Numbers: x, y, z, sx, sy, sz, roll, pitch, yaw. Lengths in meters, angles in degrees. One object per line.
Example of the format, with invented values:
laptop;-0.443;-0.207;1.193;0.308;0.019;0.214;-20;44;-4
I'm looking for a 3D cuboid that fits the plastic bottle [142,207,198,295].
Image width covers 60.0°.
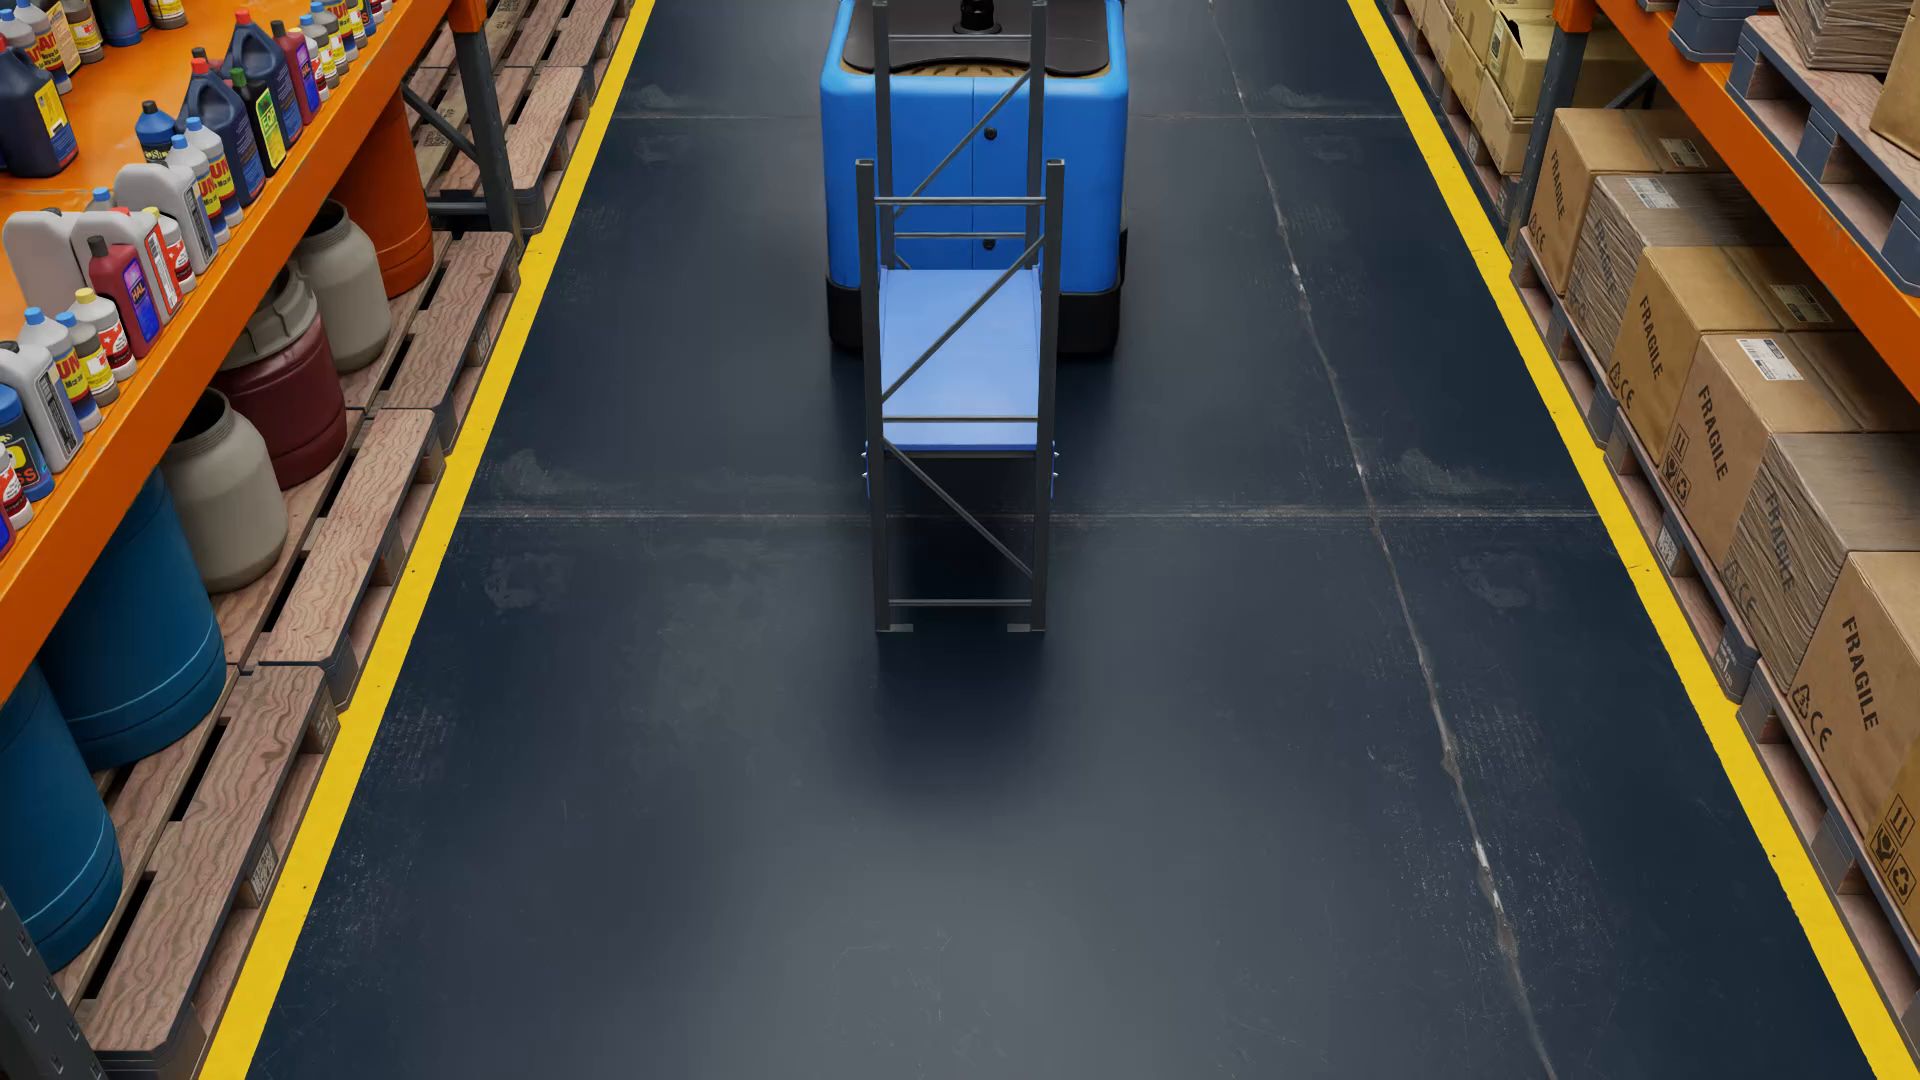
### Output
plastic bottle;-1.845;-0.672;3.849;0.097;0.201;0.097;0;39;0

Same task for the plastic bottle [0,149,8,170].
plastic bottle;-2.578;-1.124;4.353;0.152;0.276;0.135;0;39;0

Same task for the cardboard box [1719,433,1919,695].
cardboard box;2.422;0.063;4.420;0.500;0.500;0.500;0;39;1

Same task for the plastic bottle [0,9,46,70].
plastic bottle;-2.605;-1.339;4.625;0.097;0.271;0.097;0;39;0

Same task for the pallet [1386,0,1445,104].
pallet;2.737;-2.499;8.200;1.003;0.211;1.213;0;39;0

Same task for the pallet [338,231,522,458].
pallet;-2.214;-0.729;5.991;1.003;0.211;1.213;0;39;0

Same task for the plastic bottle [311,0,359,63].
plastic bottle;-1.847;-1.547;4.885;0.097;0.271;0.097;0;39;0

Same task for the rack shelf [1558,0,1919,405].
rack shelf;2.699;-0.780;4.400;1.077;0.370;4.000;0;39;0

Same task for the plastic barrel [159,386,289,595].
plastic barrel;-2.147;-0.138;4.677;0.421;0.512;0.421;0;39;0

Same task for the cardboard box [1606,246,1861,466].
cardboard box;2.413;-0.582;5.224;0.500;0.500;0.500;-1;39;-1

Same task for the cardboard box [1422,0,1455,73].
cardboard box;2.451;-2.368;7.669;0.500;0.250;0.500;1;39;1

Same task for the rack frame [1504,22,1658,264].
rack frame;2.697;-2.311;5.735;1.000;3.000;0.127;0;39;0

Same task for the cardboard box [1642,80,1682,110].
cardboard box;2.990;-1.949;6.698;0.500;0.311;0.500;1;39;1

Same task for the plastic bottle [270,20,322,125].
plastic bottle;-1.828;-1.297;4.563;0.061;0.283;0.133;0;39;0

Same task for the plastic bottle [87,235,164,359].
plastic bottle;-1.827;-0.548;3.629;0.061;0.283;0.133;0;39;0

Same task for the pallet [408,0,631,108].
pallet;-2.217;-2.467;8.160;1.003;0.211;1.213;0;39;0

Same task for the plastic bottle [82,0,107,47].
plastic bottle;-2.624;-1.621;4.967;0.061;0.283;0.133;0;39;0

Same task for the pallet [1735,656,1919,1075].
pallet;2.663;0.770;4.121;1.003;0.211;1.213;0;39;0

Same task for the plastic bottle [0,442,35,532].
plastic bottle;-1.844;-0.116;3.155;0.097;0.201;0.097;0;39;0

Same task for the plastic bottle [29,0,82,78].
plastic bottle;-2.624;-1.476;4.787;0.061;0.283;0.133;0;39;0

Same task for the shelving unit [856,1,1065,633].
shelving unit;0.000;-0.639;4.848;0.538;1.500;1.048;0;39;0

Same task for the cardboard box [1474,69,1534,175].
cardboard box;2.452;-1.731;6.874;0.500;0.250;0.500;1;39;1

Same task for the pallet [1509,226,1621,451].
pallet;2.660;-0.756;6.025;1.003;0.211;1.213;0;39;0

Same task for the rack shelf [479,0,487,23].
rack shelf;-2.259;-3.280;7.520;1.077;0.370;4.000;0;39;0

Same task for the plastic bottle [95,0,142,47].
plastic bottle;-2.545;-1.627;4.985;0.097;0.271;0.097;0;39;0

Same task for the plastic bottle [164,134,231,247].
plastic bottle;-1.845;-0.845;4.008;0.097;0.271;0.097;0;39;0

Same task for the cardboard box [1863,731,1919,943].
cardboard box;2.414;0.686;3.643;0.500;0.500;0.500;0;39;0

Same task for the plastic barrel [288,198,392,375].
plastic barrel;-2.149;-0.844;5.558;0.421;0.512;0.421;0;39;0

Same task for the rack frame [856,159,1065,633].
rack frame;0.000;-0.321;4.451;0.500;1.500;0.032;0;39;0

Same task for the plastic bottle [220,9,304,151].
plastic bottle;-1.869;-1.224;4.418;0.144;0.351;0.185;0;39;0

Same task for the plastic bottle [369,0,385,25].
plastic bottle;-1.847;-1.703;5.135;0.097;0.201;0.097;0;39;0

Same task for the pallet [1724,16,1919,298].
pallet;2.704;-1.020;4.278;1.003;0.211;1.213;0;39;0

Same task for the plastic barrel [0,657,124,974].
plastic barrel;-2.235;0.506;3.562;0.600;0.901;0.708;0;39;0

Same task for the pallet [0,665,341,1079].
pallet;-2.211;0.797;4.087;1.003;0.211;1.213;0;39;0

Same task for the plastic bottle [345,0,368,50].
plastic bottle;-1.847;-1.581;4.983;0.097;0.201;0.097;0;39;0

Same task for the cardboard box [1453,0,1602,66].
cardboard box;2.443;-2.273;7.103;0.500;0.311;0.500;-1;39;-1

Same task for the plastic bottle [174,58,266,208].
plastic bottle;-1.869;-1.025;4.170;0.144;0.351;0.185;0;39;0

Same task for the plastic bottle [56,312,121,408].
plastic bottle;-1.845;-0.383;3.488;0.097;0.201;0.097;0;39;0

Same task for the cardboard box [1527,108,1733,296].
cardboard box;2.412;-1.223;6.024;0.500;0.500;0.500;2;39;2

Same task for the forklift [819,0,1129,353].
forklift;0.105;-2.716;6.295;1.130;2.935;3.031;1;39;2

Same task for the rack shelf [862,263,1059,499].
rack shelf;0.000;-0.498;4.960;0.538;0.185;1.000;0;39;0

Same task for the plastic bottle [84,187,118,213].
plastic bottle;-1.997;-0.733;3.925;0.097;0.201;0.097;0;39;0

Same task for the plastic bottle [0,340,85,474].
plastic bottle;-1.872;-0.279;3.298;0.152;0.276;0.135;0;39;0

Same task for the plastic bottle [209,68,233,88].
plastic bottle;-1.888;-1.098;4.315;0.061;0.283;0.133;0;39;0

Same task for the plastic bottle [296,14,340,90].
plastic bottle;-1.846;-1.398;4.755;0.097;0.201;0.097;0;39;0

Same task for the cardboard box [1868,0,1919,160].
cardboard box;2.638;-1.118;3.830;0.700;0.500;0.500;-9;40;-11

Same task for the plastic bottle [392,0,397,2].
plastic bottle;-1.829;-1.868;5.275;0.061;0.283;0.133;0;39;0
